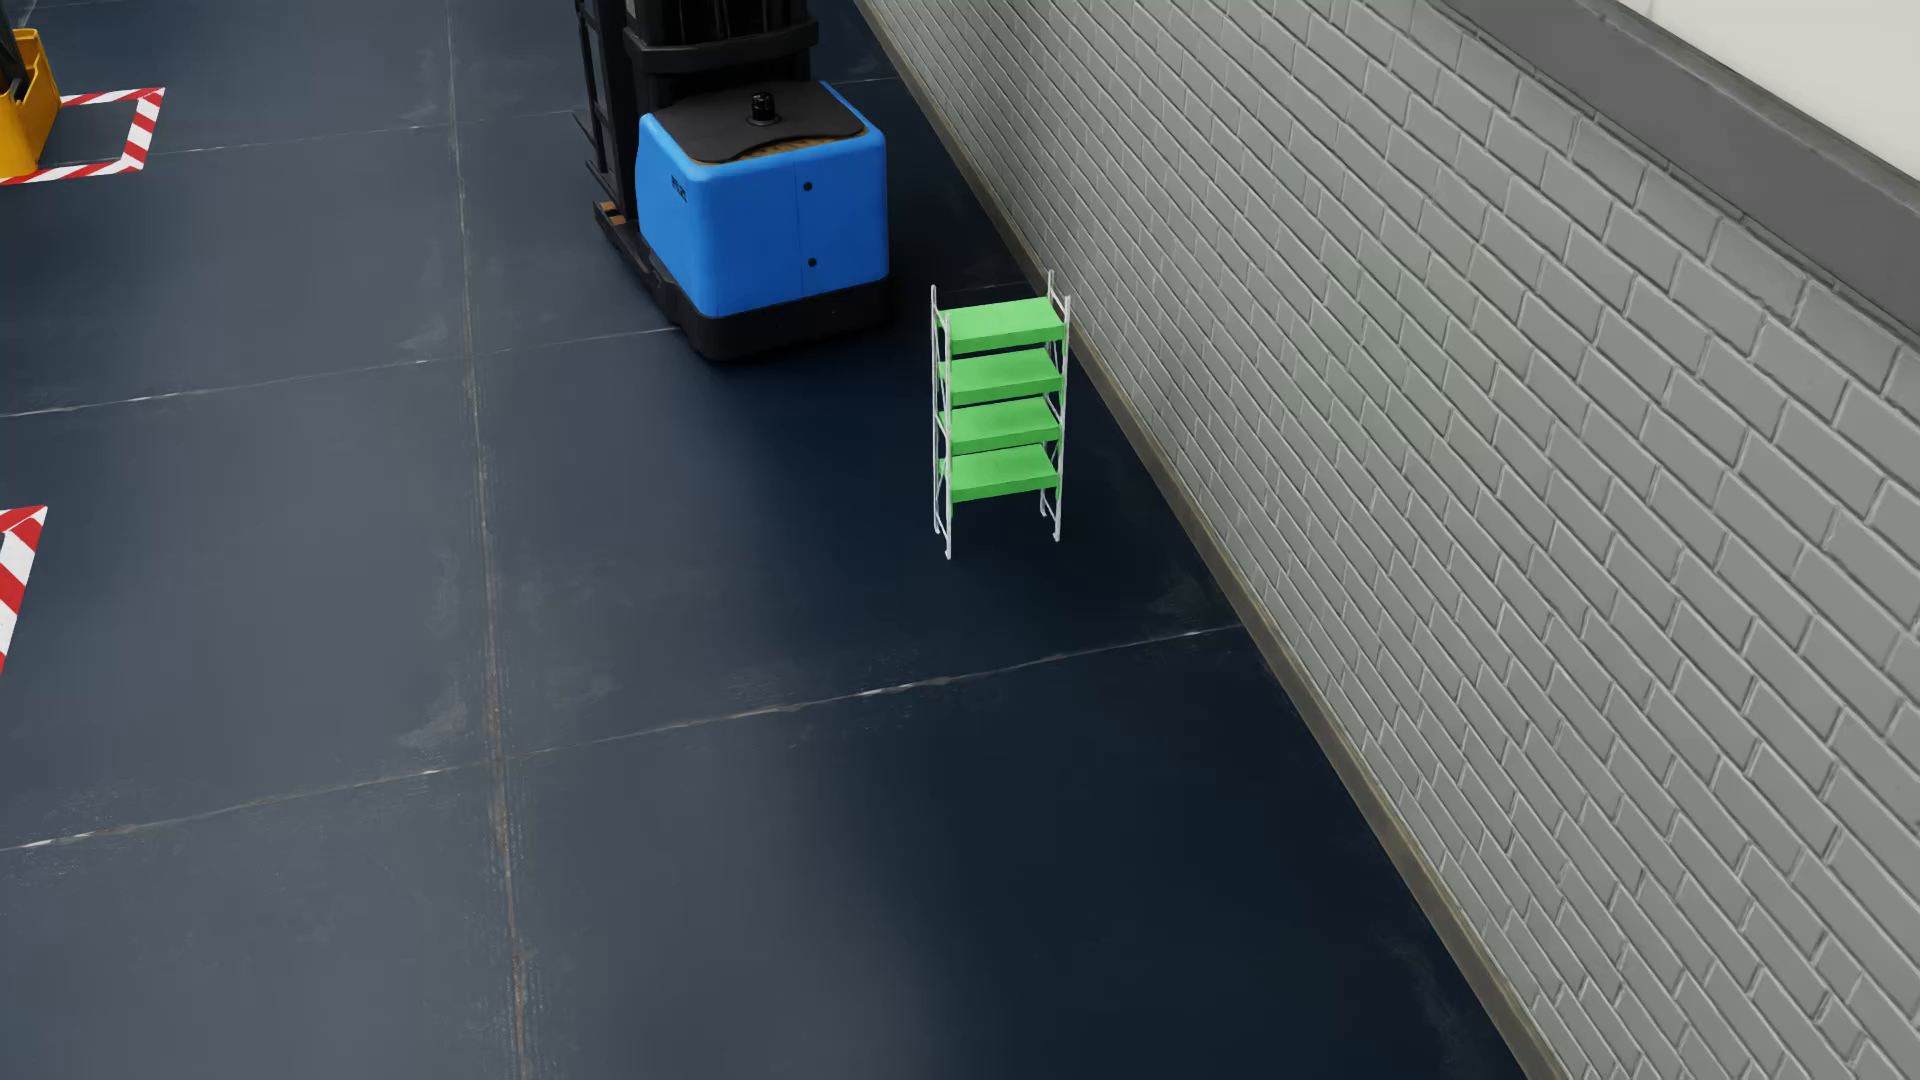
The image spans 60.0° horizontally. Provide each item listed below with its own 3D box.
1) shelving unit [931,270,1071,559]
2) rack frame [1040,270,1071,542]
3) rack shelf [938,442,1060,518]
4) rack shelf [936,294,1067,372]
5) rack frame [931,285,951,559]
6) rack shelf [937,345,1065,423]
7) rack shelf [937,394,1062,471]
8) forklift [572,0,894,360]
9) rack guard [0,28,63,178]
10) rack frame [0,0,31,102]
[{"bbox_3d":[0.160,-0.503,6.920,0.503,1.200,0.258,-9,38,-12],"label":"shelving unit"},{"bbox_3d":[0.395,-0.541,6.970,0.015,1.200,0.240,-9,38,-12],"label":"rack frame"},{"bbox_3d":[0.160,-0.261,7.104,0.480,0.148,0.258,-9,38,-12],"label":"rack shelf"},{"bbox_3d":[0.160,-0.833,6.667,0.480,0.148,0.258,-9,38,-12],"label":"rack shelf"},{"bbox_3d":[-0.076,-0.464,6.869,0.015,1.200,0.240,-9,38,-12],"label":"rack frame"},{"bbox_3d":[0.160,-0.643,6.813,0.480,0.148,0.258,-9,38,-12],"label":"rack shelf"},{"bbox_3d":[0.160,-0.452,6.959,0.480,0.148,0.258,-9,38,-12],"label":"rack shelf"},{"bbox_3d":[-1.450,-2.947,8.690,1.130,2.935,3.031,-17,40,-21],"label":"forklift"},{"bbox_3d":[-5.977,-2.749,10.432,0.348,0.500,1.175,-9,38,-12],"label":"rack guard"},{"bbox_3d":[-6.000,-3.738,9.667,0.127,3.000,1.000,-9,38,-12],"label":"rack frame"}]
